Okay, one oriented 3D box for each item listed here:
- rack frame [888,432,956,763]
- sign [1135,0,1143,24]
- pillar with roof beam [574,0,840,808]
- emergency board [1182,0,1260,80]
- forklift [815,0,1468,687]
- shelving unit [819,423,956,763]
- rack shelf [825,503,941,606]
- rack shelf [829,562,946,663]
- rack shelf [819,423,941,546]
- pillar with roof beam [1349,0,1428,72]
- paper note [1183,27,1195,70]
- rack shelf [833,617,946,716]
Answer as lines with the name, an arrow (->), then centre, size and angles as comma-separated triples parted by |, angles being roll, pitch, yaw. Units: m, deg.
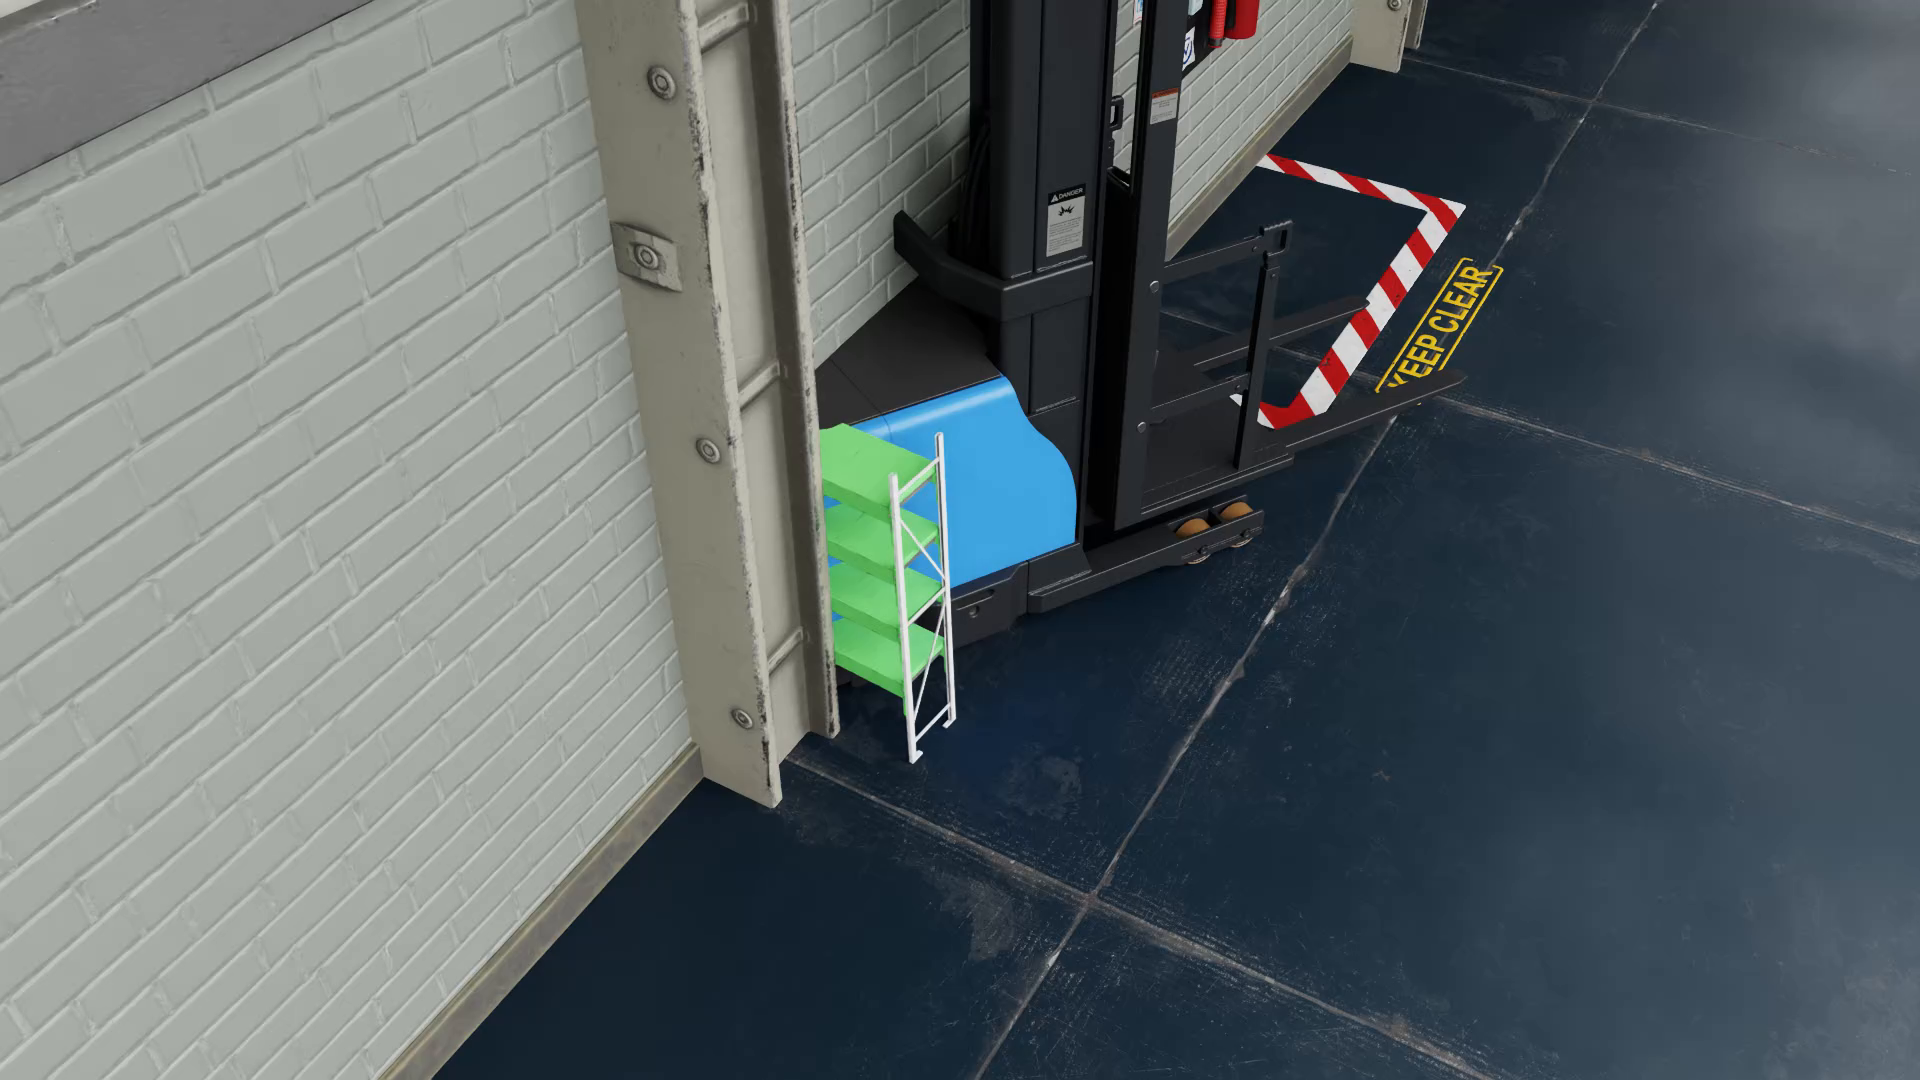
rack frame -> -0.107, 0.208, 5.095 | 0.015, 1.200, 0.240 | 24, 48, 27
sign -> 0.739, -2.199, 6.450 | 0.001, 0.329, 0.234 | 21, 45, 22
pillar with roof beam -> 3.100, -1.264, 0.876 | 9.100, 9.000, 0.400 | 21, 45, 22
emergency board -> 1.105, -2.468, 6.783 | 0.194, 1.169, 0.643 | 21, 45, 22
forklift -> 0.549, -1.299, 5.507 | 3.031, 2.935, 1.130 | -20, 45, -21
shelving unit -> -0.305, 0.120, 5.205 | 0.503, 1.200, 0.258 | 24, 48, 27
rack shelf -> -0.311, -0.013, 5.089 | 0.480, 0.148, 0.258 | 24, 48, 27
rack shelf -> -0.304, 0.168, 5.247 | 0.480, 0.148, 0.258 | 24, 48, 27
rack shelf -> -0.318, -0.193, 4.931 | 0.480, 0.148, 0.258 | 24, 48, 27
pillar with roof beam -> 6.102, -4.697, 4.775 | 9.100, 9.000, 0.400 | 21, 45, 22
paper note -> 0.957, -2.059, 6.985 | 0.016, 0.148, 0.142 | 21, 45, 22
rack shelf -> -0.297, 0.348, 5.405 | 0.480, 0.148, 0.258 | 24, 48, 27
